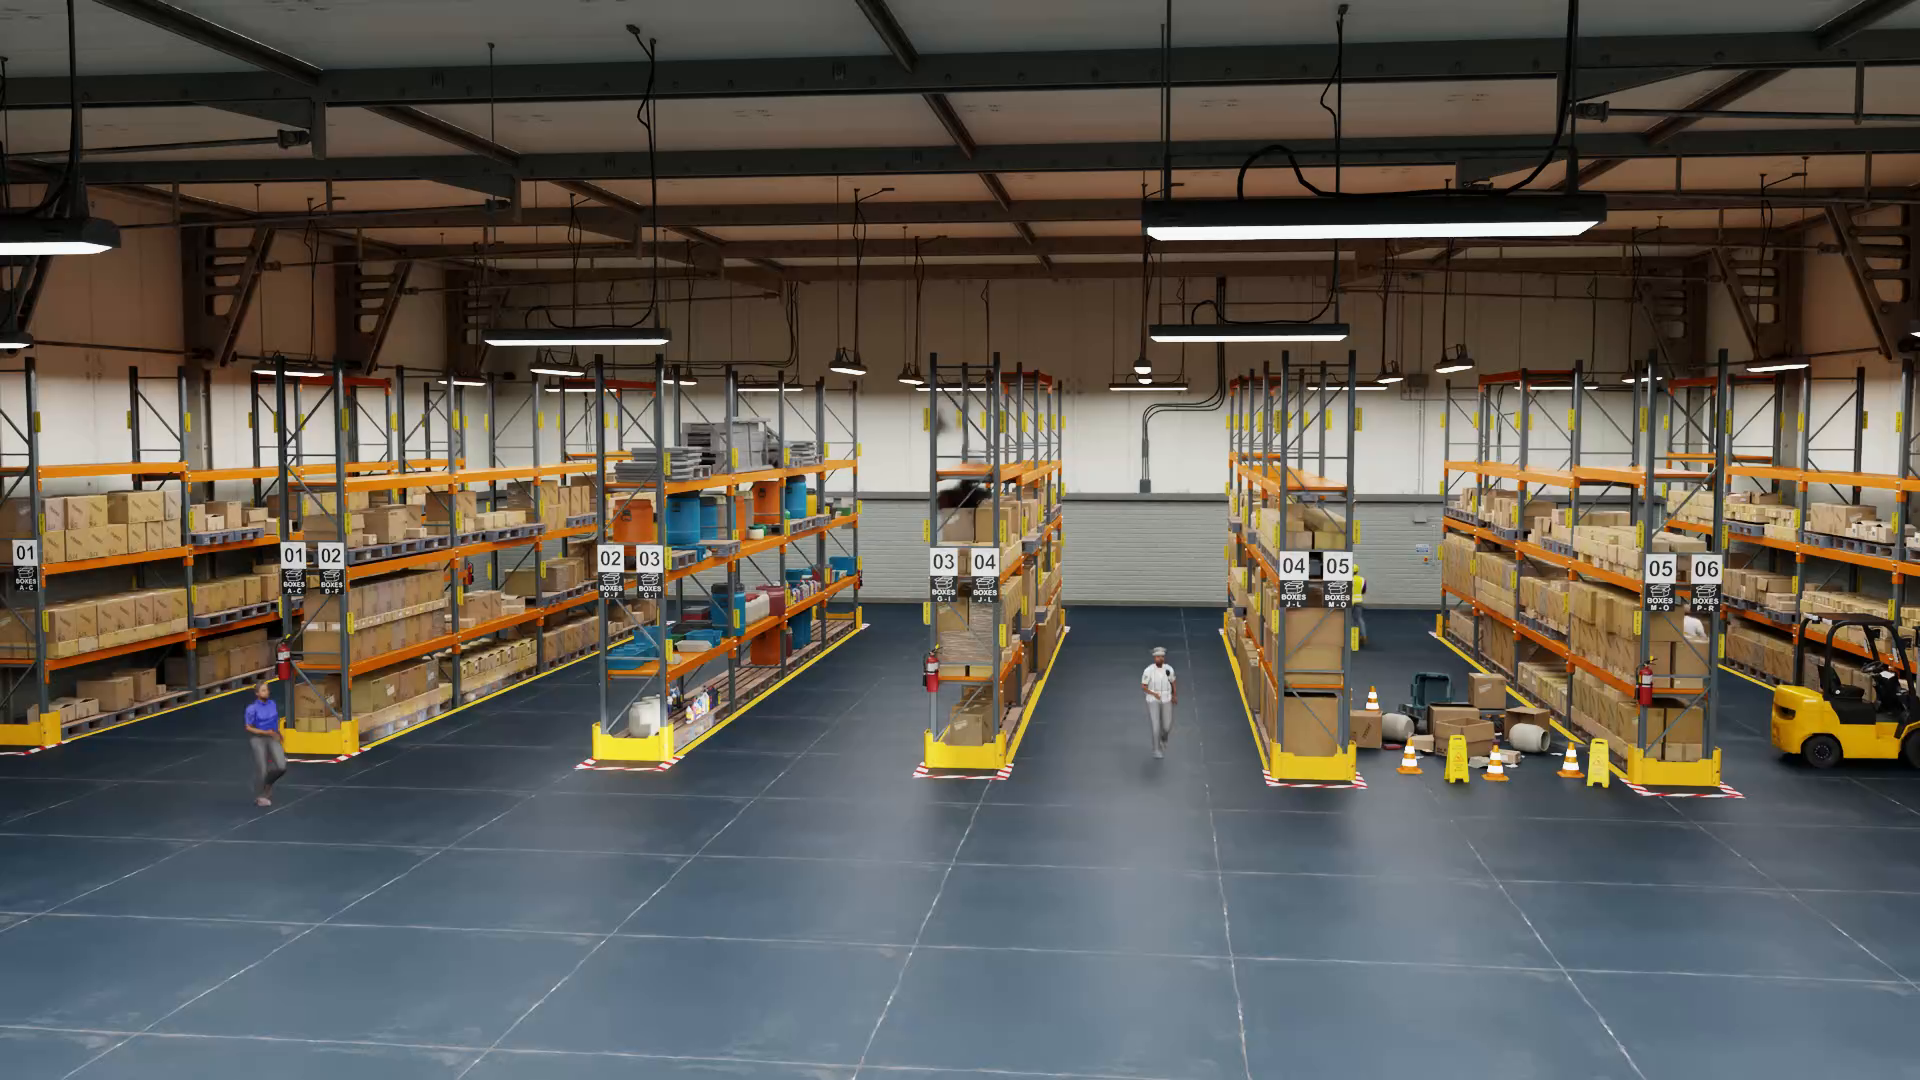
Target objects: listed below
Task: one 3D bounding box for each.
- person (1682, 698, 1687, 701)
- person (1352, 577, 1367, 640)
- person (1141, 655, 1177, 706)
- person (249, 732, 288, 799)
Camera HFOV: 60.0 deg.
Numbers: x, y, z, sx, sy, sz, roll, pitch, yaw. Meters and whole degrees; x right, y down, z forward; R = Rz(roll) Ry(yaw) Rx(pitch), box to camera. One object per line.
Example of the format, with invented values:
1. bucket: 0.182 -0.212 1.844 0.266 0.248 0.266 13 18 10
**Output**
1. person: 13.004 2.134 29.896 0.382 1.509 0.567 0 4 0
2. person: 8.974 1.585 37.730 0.665 1.539 0.678 -1 4 -12
3. person: 2.999 2.062 24.805 0.570 0.847 0.514 0 4 -5
4. person: -9.048 2.930 21.710 0.508 0.889 0.371 3 5 34
